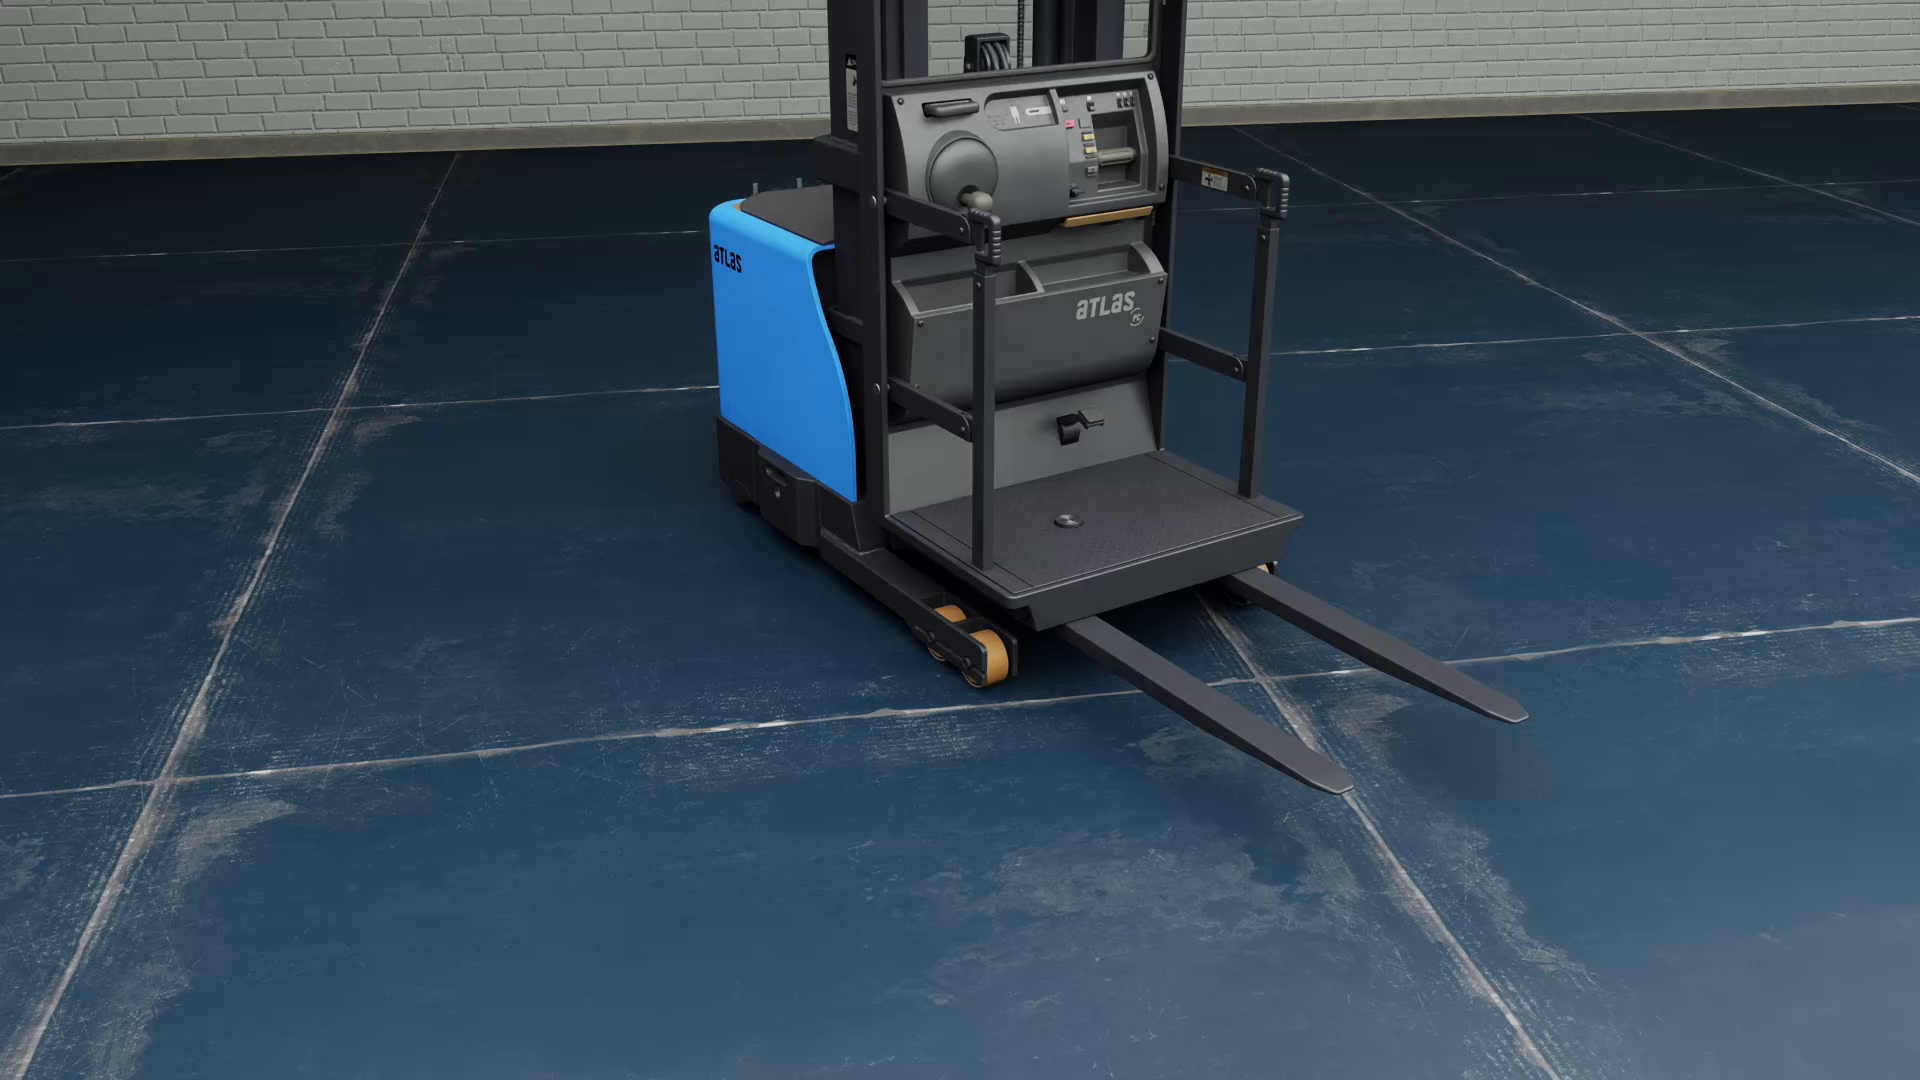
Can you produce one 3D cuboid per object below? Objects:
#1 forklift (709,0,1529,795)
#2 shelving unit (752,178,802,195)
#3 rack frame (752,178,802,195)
[{"bbox_3d":[0.336,-1.134,4.683,1.130,2.935,3.031,-14,27,-30],"label":"forklift"},{"bbox_3d":[-0.614,-0.812,6.297,0.215,1.050,0.252,-14,27,-30],"label":"shelving unit"},{"bbox_3d":[-0.680,-0.853,6.392,0.200,1.050,0.008,-14,27,-30],"label":"rack frame"}]
